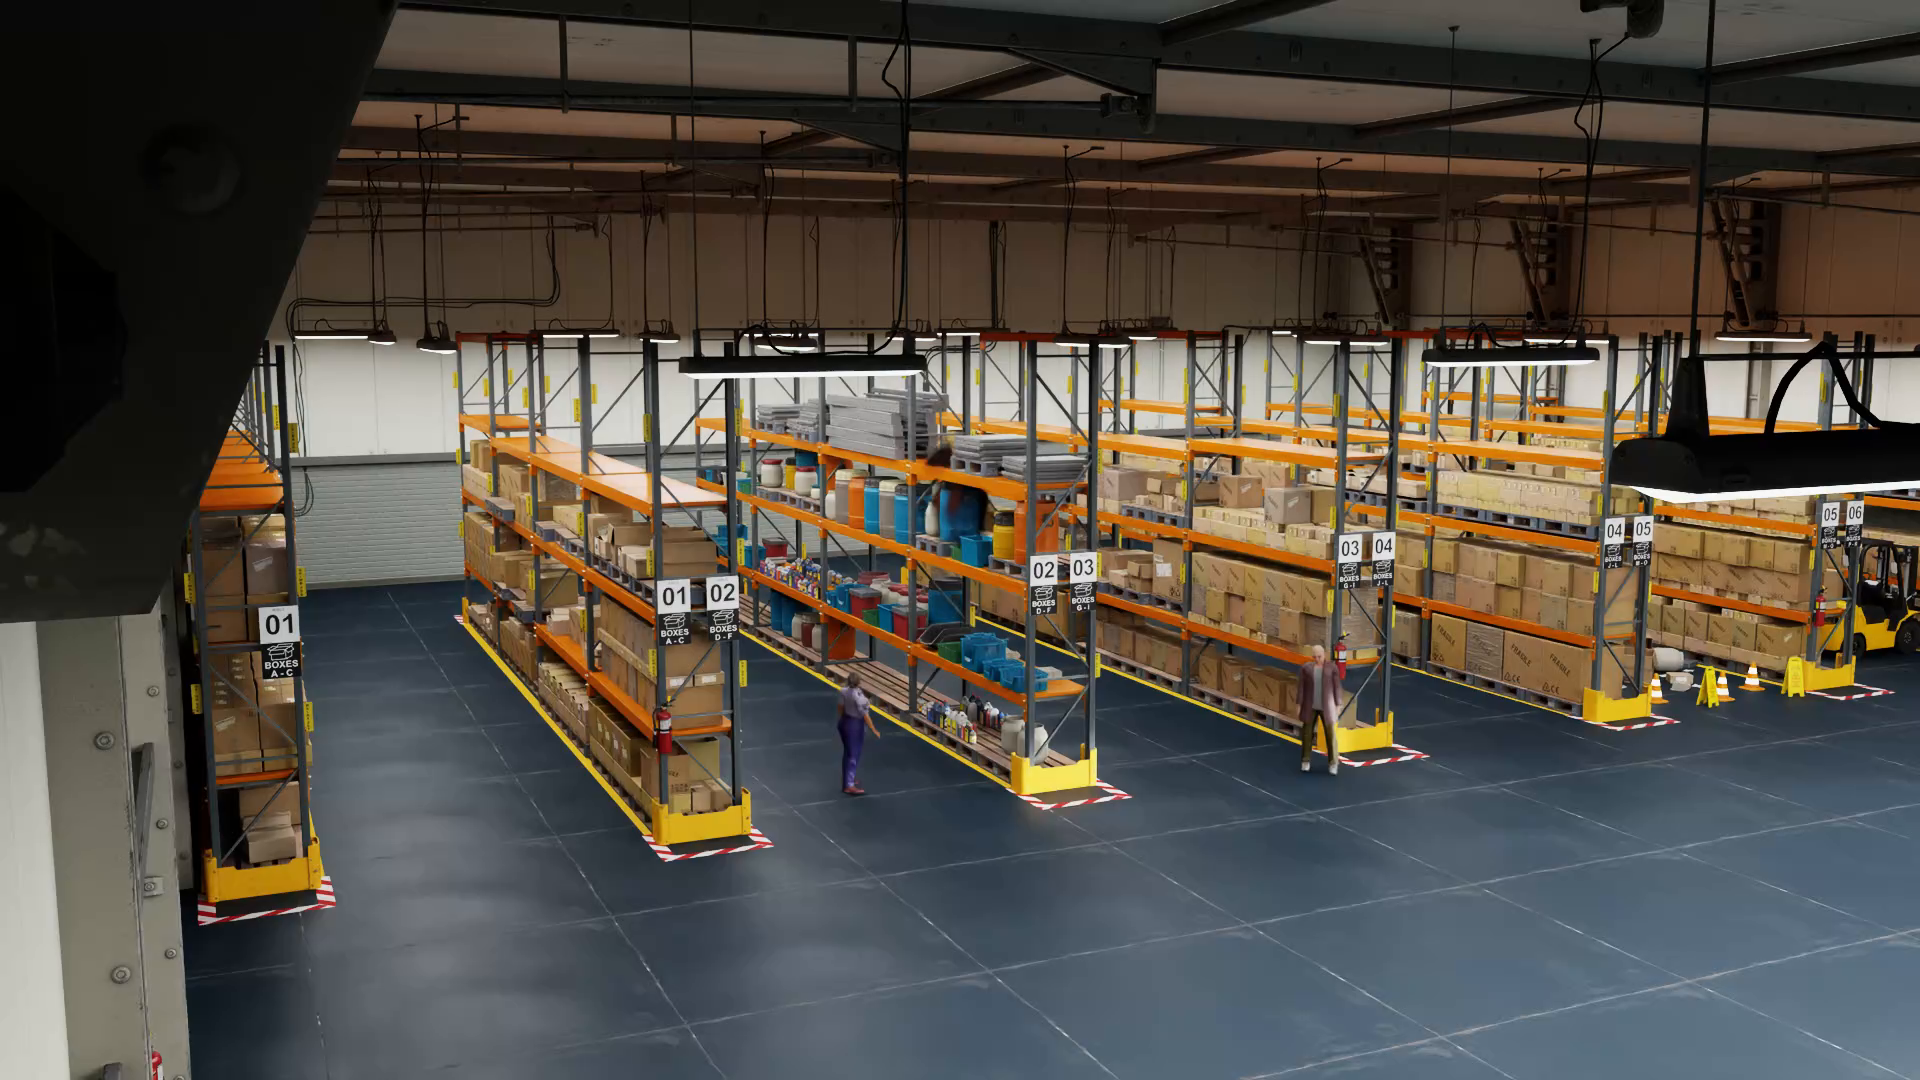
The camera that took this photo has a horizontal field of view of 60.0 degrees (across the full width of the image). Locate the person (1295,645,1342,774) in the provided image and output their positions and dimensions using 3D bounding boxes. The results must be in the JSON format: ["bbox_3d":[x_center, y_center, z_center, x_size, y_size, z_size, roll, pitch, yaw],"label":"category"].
[{"bbox_3d":[4.970,2.335,23.131,0.638,1.775,0.429,3,8,21],"label":"person"}]

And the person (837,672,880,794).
[{"bbox_3d":[-1.417,2.552,22.277,0.548,1.662,0.668,-4,9,-30],"label":"person"}]

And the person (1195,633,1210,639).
[{"bbox_3d":[4.817,1.103,32.732,0.326,1.662,0.482,-5,9,-34],"label":"person"}]
